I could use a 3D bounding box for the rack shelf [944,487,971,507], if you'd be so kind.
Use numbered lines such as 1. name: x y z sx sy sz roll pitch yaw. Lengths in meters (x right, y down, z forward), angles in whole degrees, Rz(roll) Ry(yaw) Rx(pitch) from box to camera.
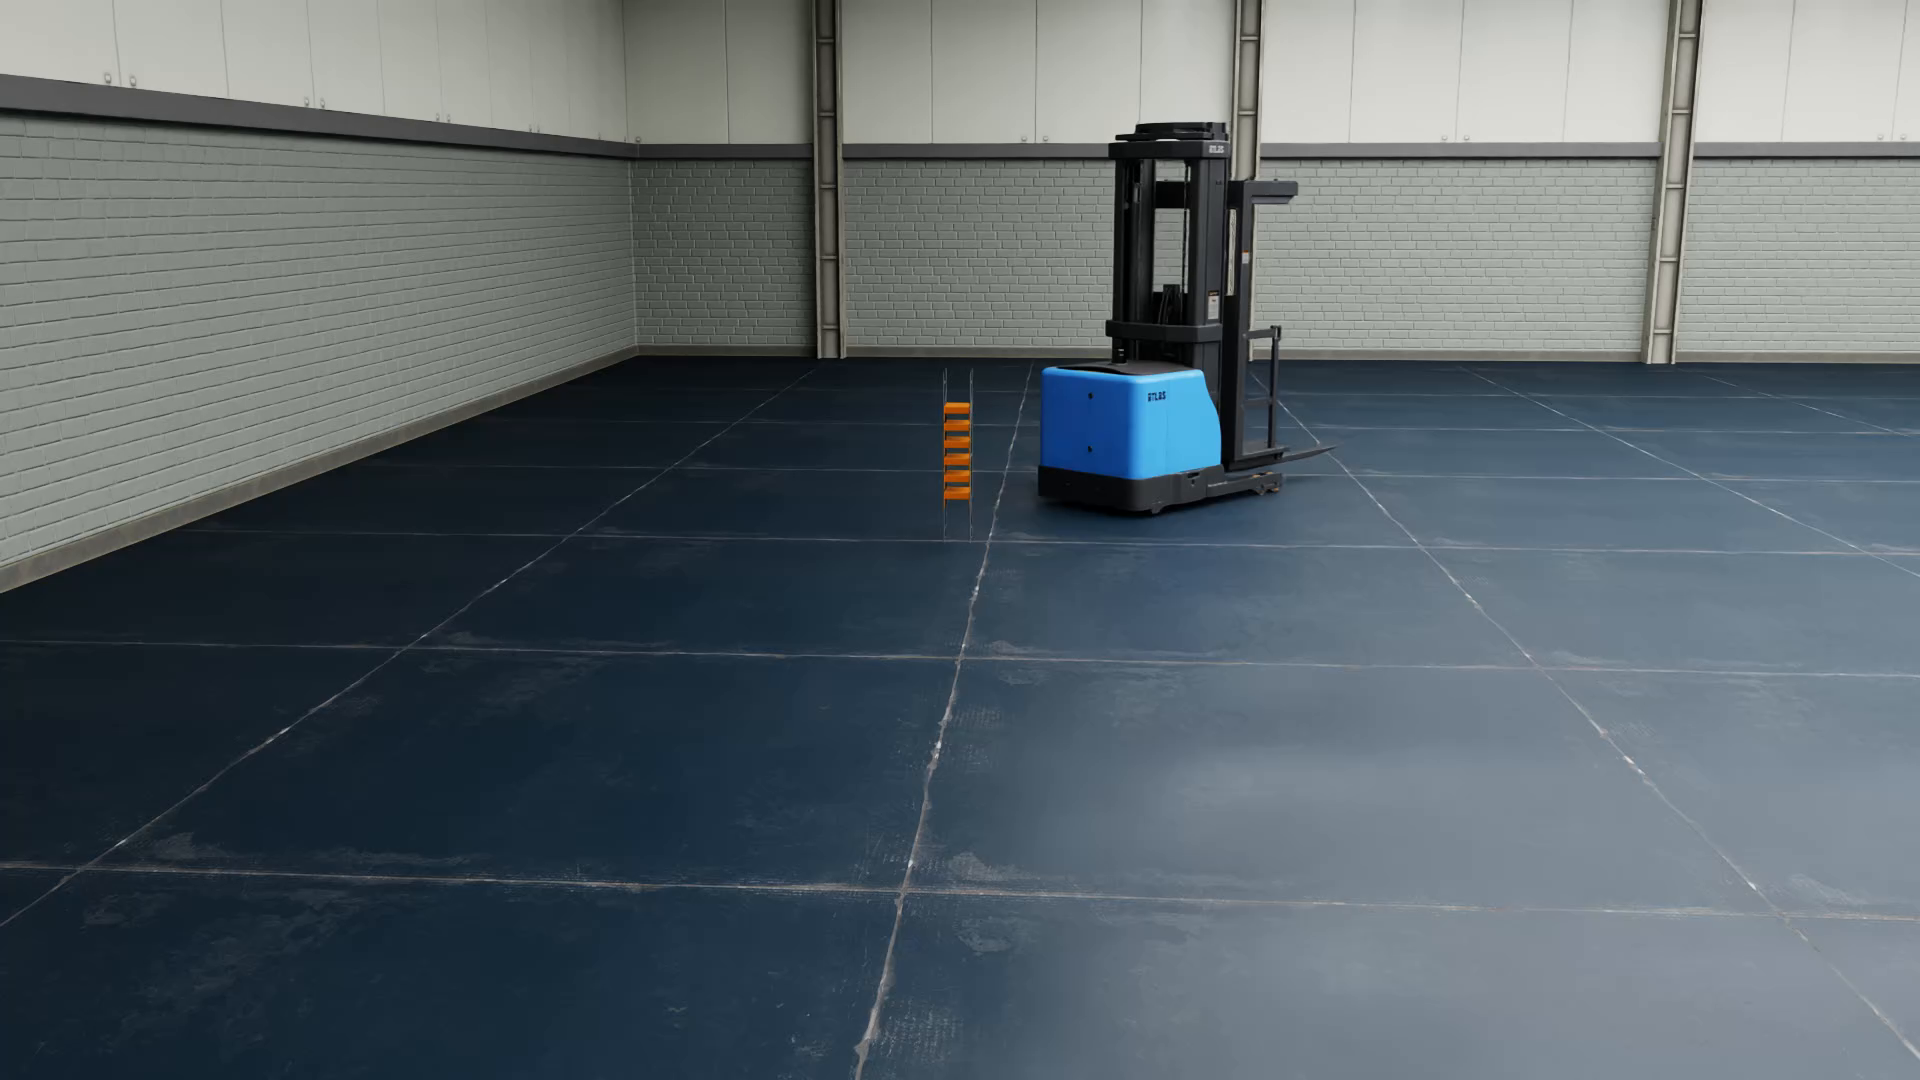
1. rack shelf: -0.014 -0.309 11.704 0.180 0.103 0.258 1 12 4

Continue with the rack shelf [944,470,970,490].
1. rack shelf: -0.014 -0.427 11.680 0.180 0.103 0.258 1 12 4

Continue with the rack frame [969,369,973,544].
1. rack frame: 0.077 -0.586 11.640 0.006 1.200 0.240 1 12 4

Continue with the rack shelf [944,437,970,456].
1. rack shelf: -0.014 -0.661 11.631 0.180 0.103 0.258 1 12 4

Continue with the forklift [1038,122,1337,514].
1. forklift: 2.010 -1.867 13.533 1.130 2.935 3.031 11 16 44

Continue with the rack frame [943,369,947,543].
1. rack frame: -0.106 -0.589 11.652 0.006 1.200 0.240 1 12 4

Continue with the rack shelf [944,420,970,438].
1. rack shelf: -0.014 -0.779 11.606 0.180 0.103 0.258 1 12 4

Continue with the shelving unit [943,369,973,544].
1. shelving unit: -0.014 -0.587 11.646 0.189 1.200 0.258 1 12 4

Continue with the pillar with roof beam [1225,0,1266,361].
1. pillar with roof beam: 3.791 -6.166 19.267 0.400 9.000 9.100 1 12 4

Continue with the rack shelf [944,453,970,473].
1. rack shelf: -0.014 -0.544 11.655 0.180 0.103 0.258 1 12 4

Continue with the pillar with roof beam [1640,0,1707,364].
1. pillar with roof beam: 9.777 -6.084 18.874 0.400 9.000 9.100 1 12 4

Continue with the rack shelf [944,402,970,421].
1. rack shelf: -0.014 -0.896 11.582 0.180 0.103 0.258 1 12 4

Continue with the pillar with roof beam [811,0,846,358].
1. pillar with roof beam: -2.196 -6.248 19.659 0.400 9.000 9.100 1 12 4
